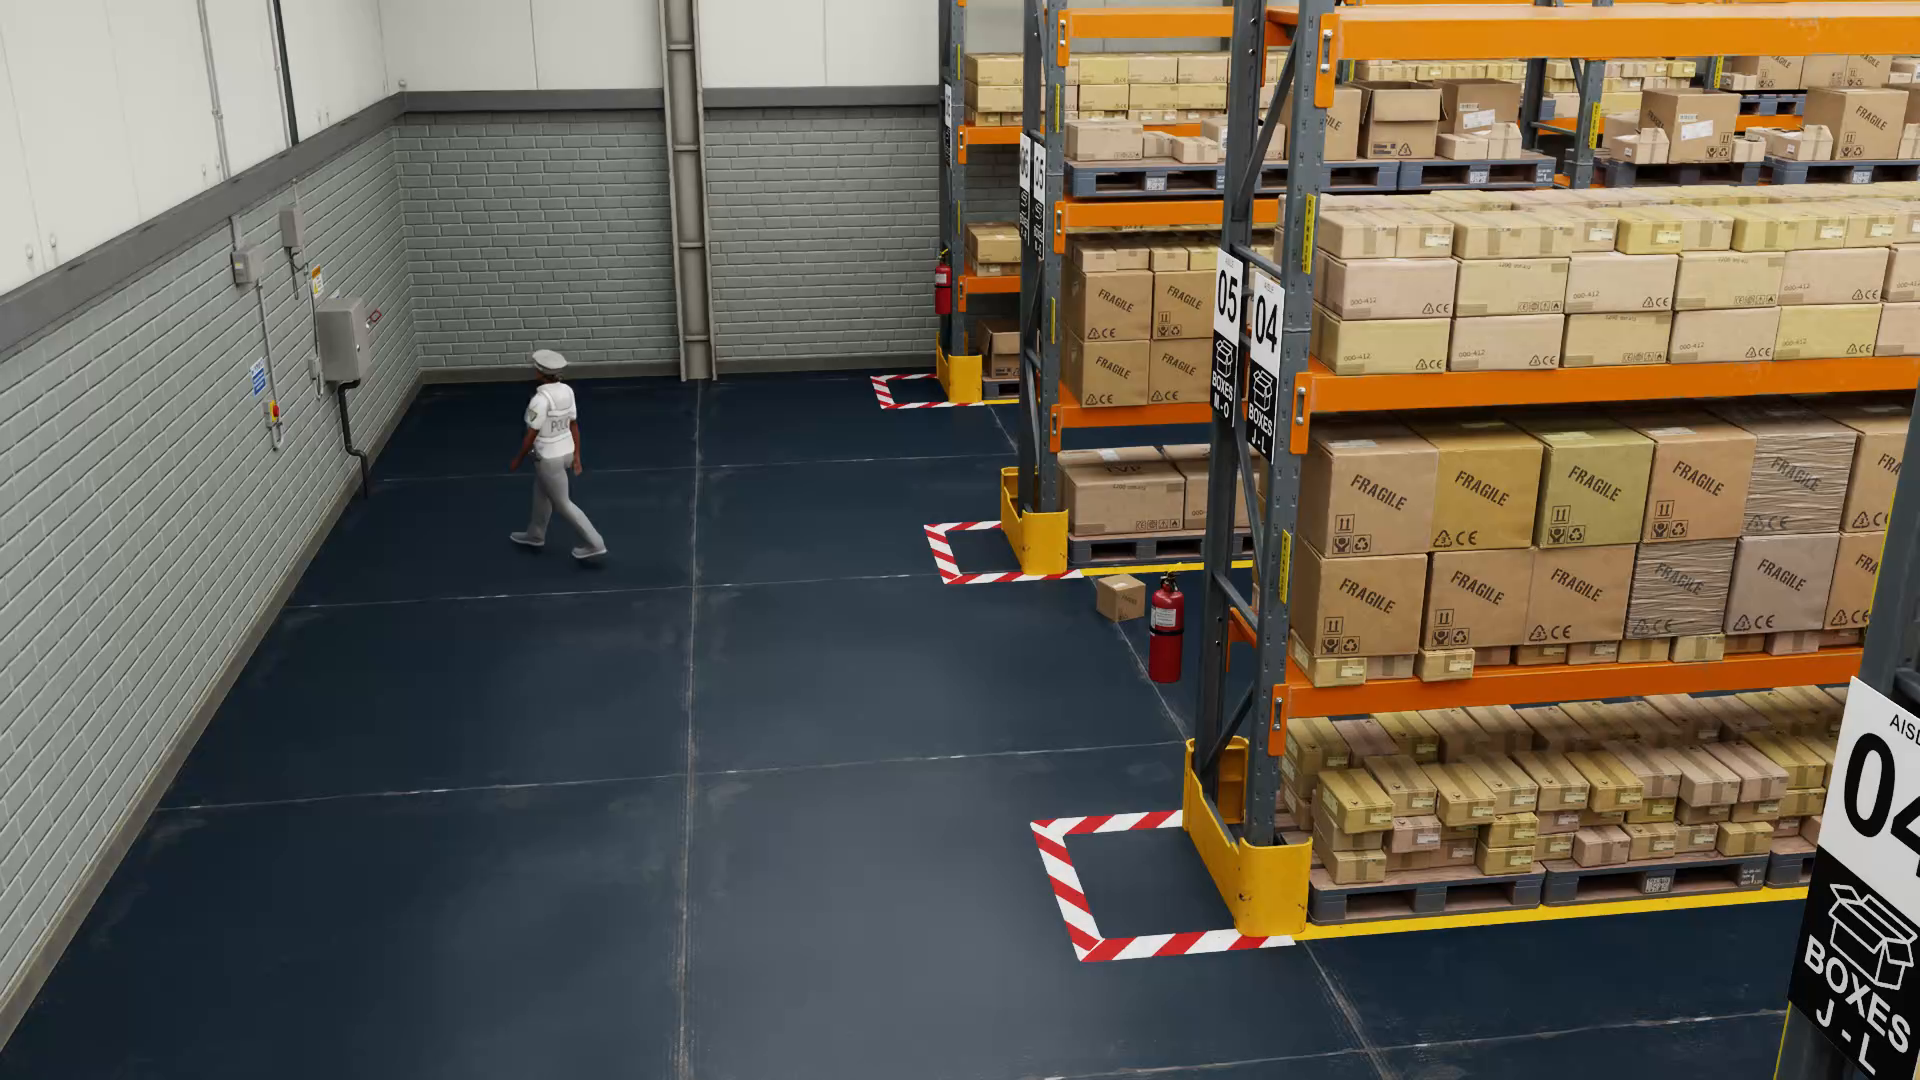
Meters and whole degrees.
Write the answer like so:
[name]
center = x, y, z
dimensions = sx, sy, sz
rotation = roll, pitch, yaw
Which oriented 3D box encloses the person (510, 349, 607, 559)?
[person]
center = -3.192, -0.666, 12.841
dimensions = 0.962, 1.637, 0.454
rotation = 7, 21, 18
